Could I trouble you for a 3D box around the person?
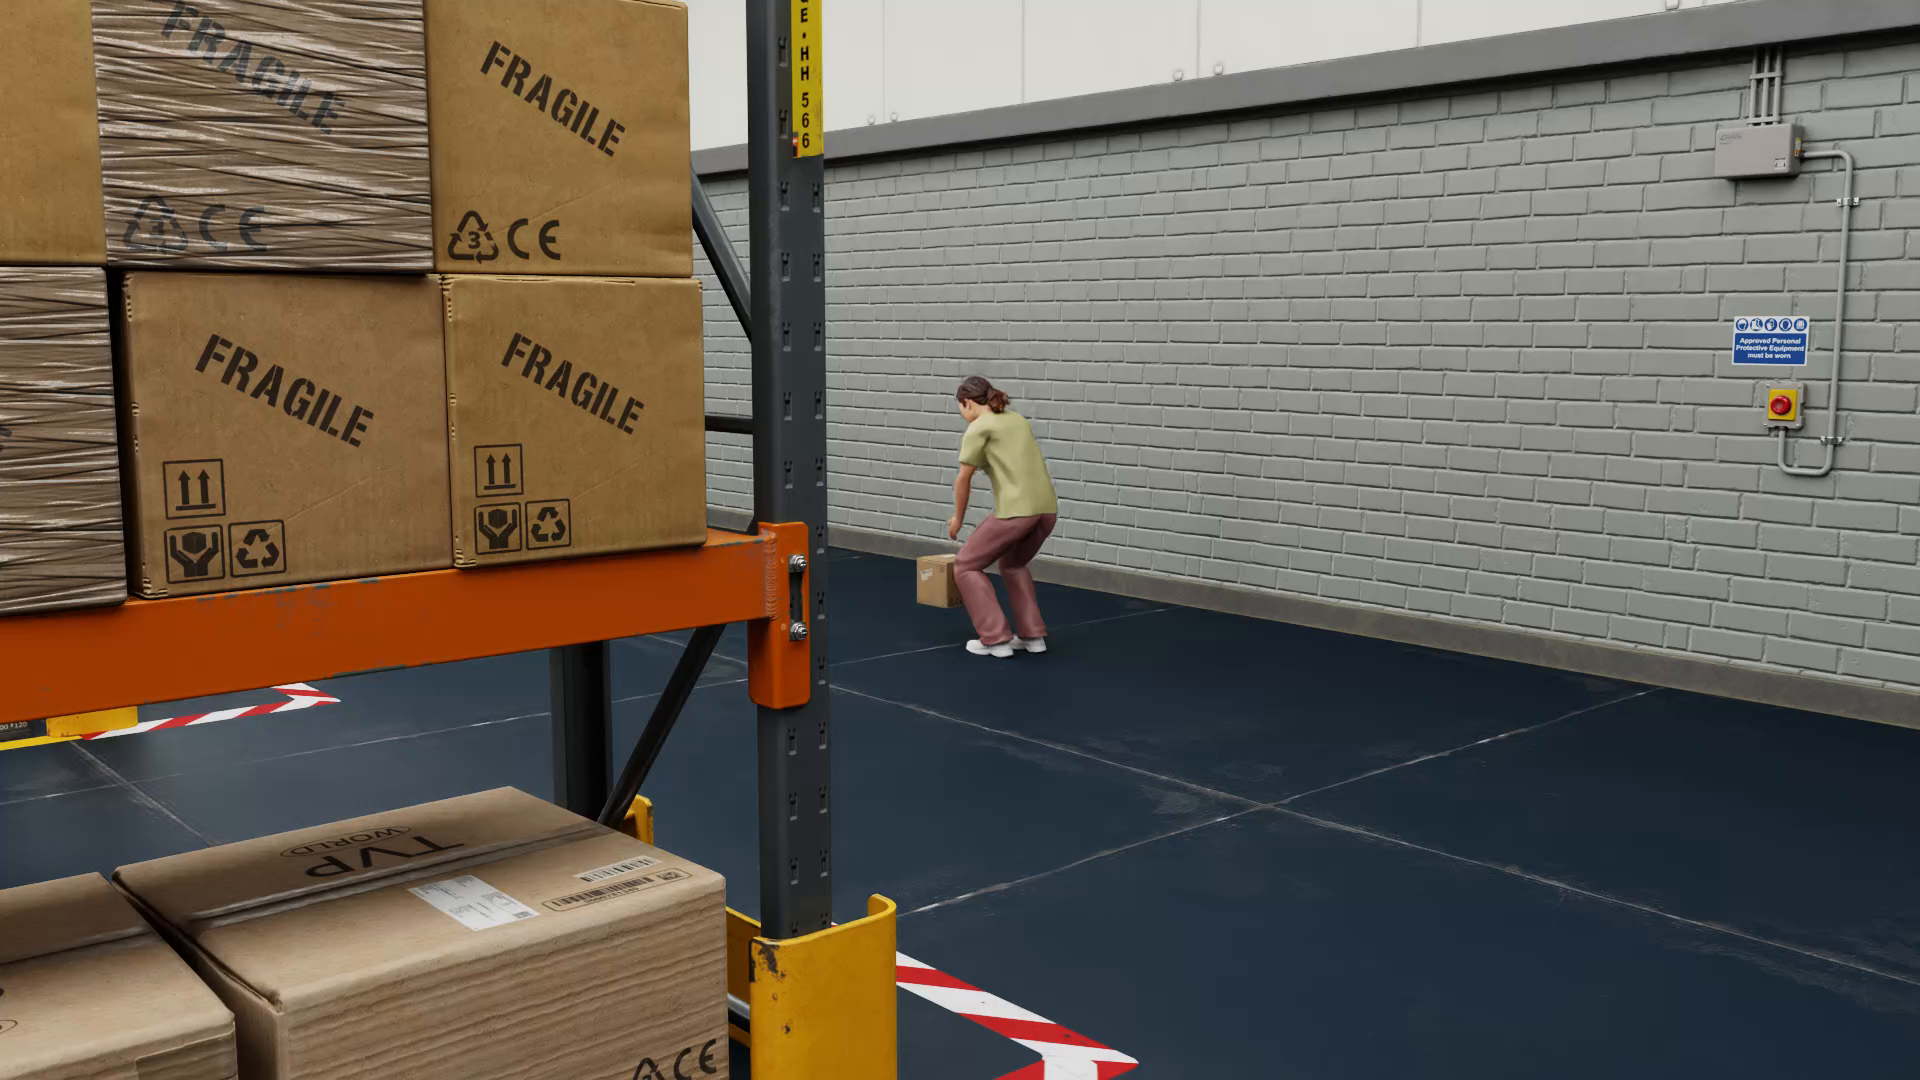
[{"bbox_3d":[0.205,-0.123,8.645,0.507,1.444,0.595,-6,10,-40],"label":"person"}]
